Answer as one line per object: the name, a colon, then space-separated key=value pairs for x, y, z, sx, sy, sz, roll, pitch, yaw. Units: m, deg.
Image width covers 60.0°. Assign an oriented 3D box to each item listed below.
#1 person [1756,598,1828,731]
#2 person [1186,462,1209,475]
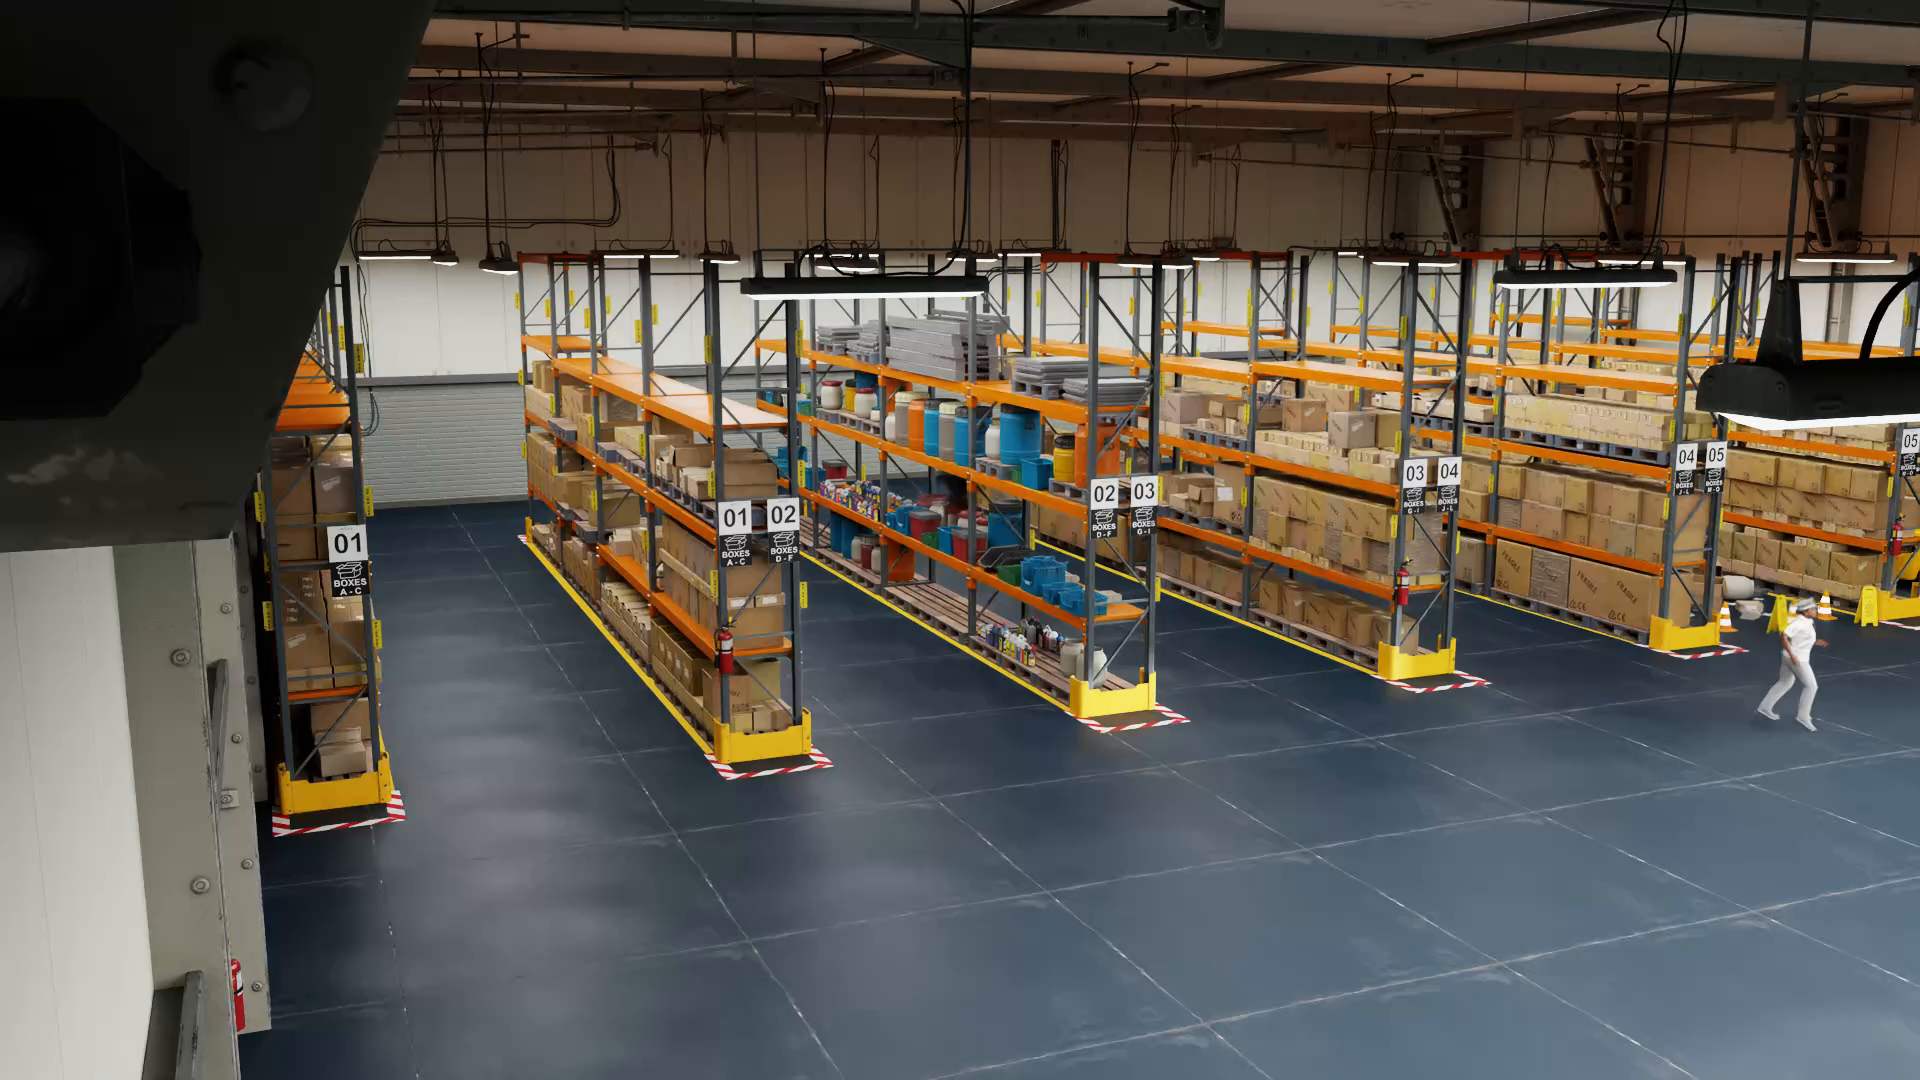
person: x=10.868 y=1.594 z=21.683 sx=0.769 sy=1.742 sz=0.571 roll=4 pitch=11 yaw=20
person: x=5.883 y=-2.073 z=41.514 sx=0.839 sy=1.773 sz=0.754 roll=8 pitch=13 yaw=37
